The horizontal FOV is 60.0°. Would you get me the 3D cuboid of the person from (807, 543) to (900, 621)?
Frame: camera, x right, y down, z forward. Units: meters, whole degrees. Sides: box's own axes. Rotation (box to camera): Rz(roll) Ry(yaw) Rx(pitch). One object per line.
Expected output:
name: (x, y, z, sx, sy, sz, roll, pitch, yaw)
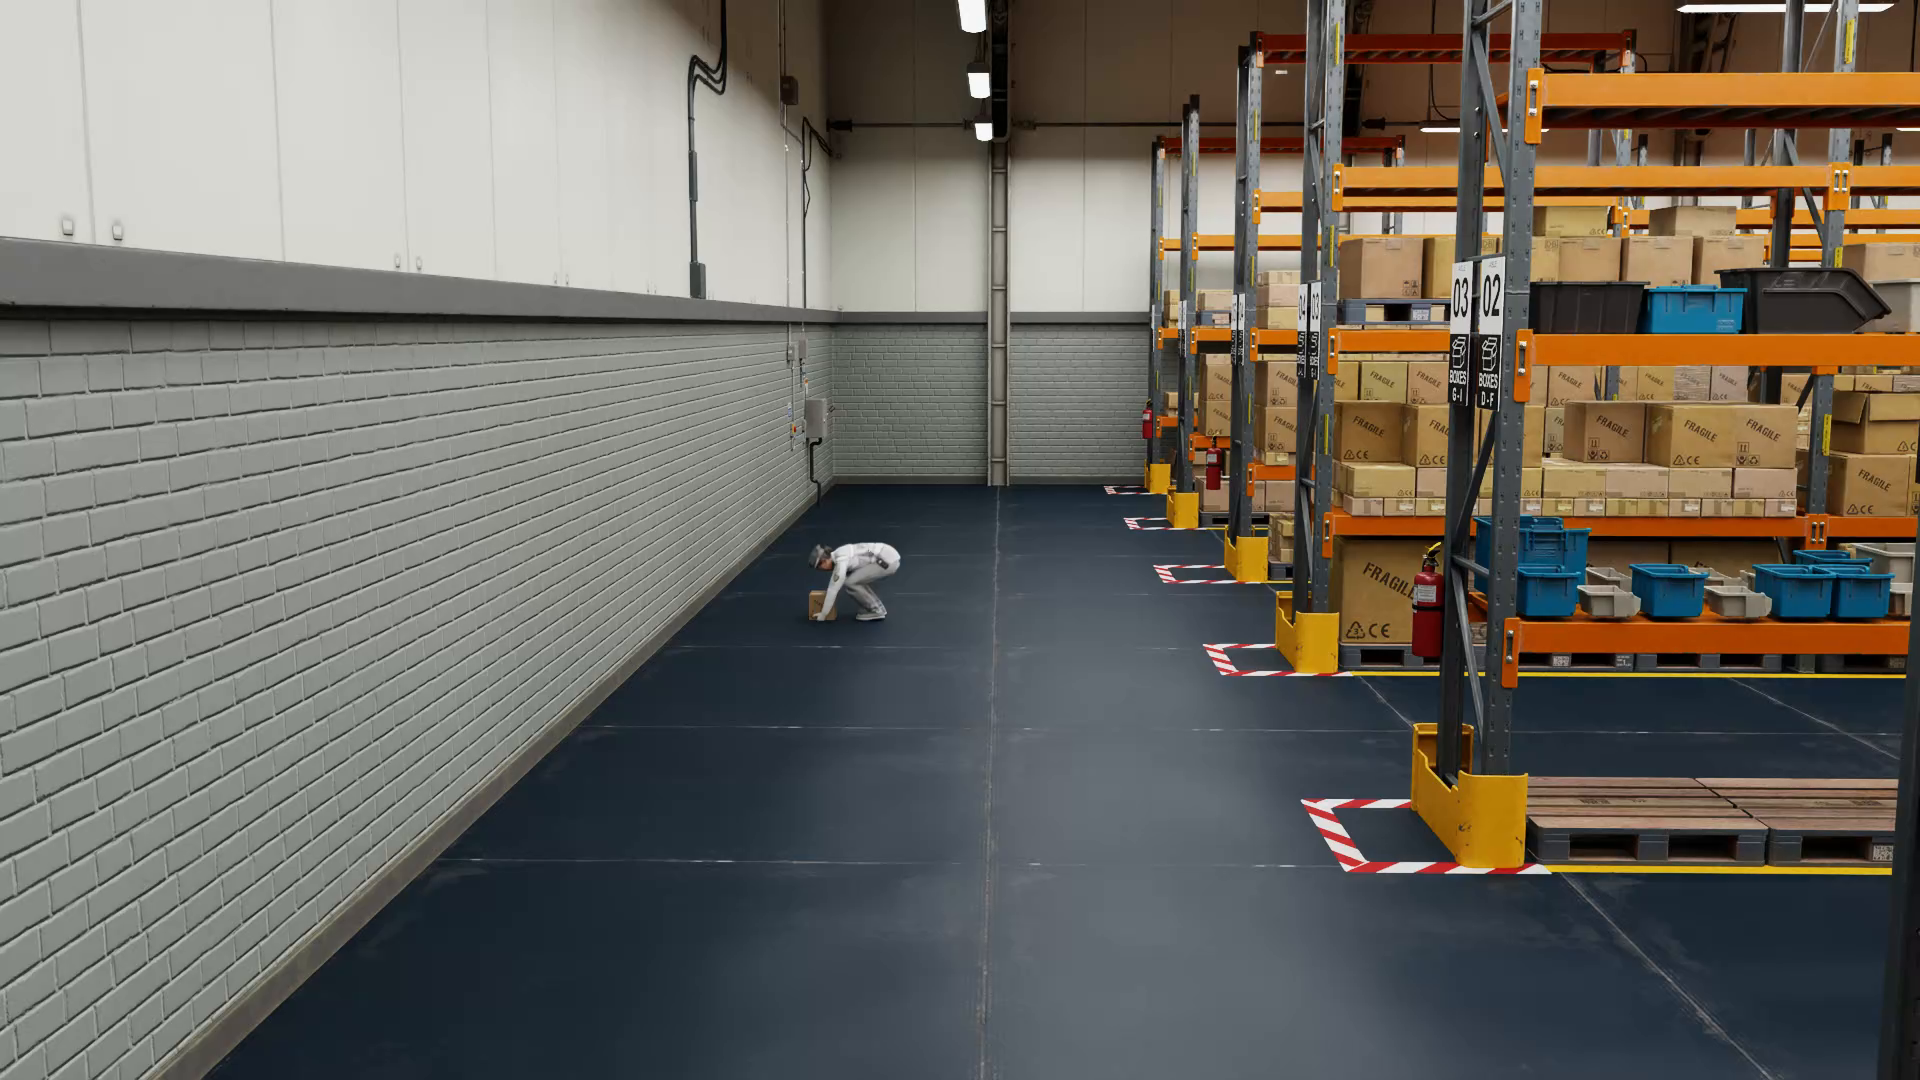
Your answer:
person: (-1.038, 0.408, 16.270, 0.914, 0.760, 0.458, 0, 7, 0)
